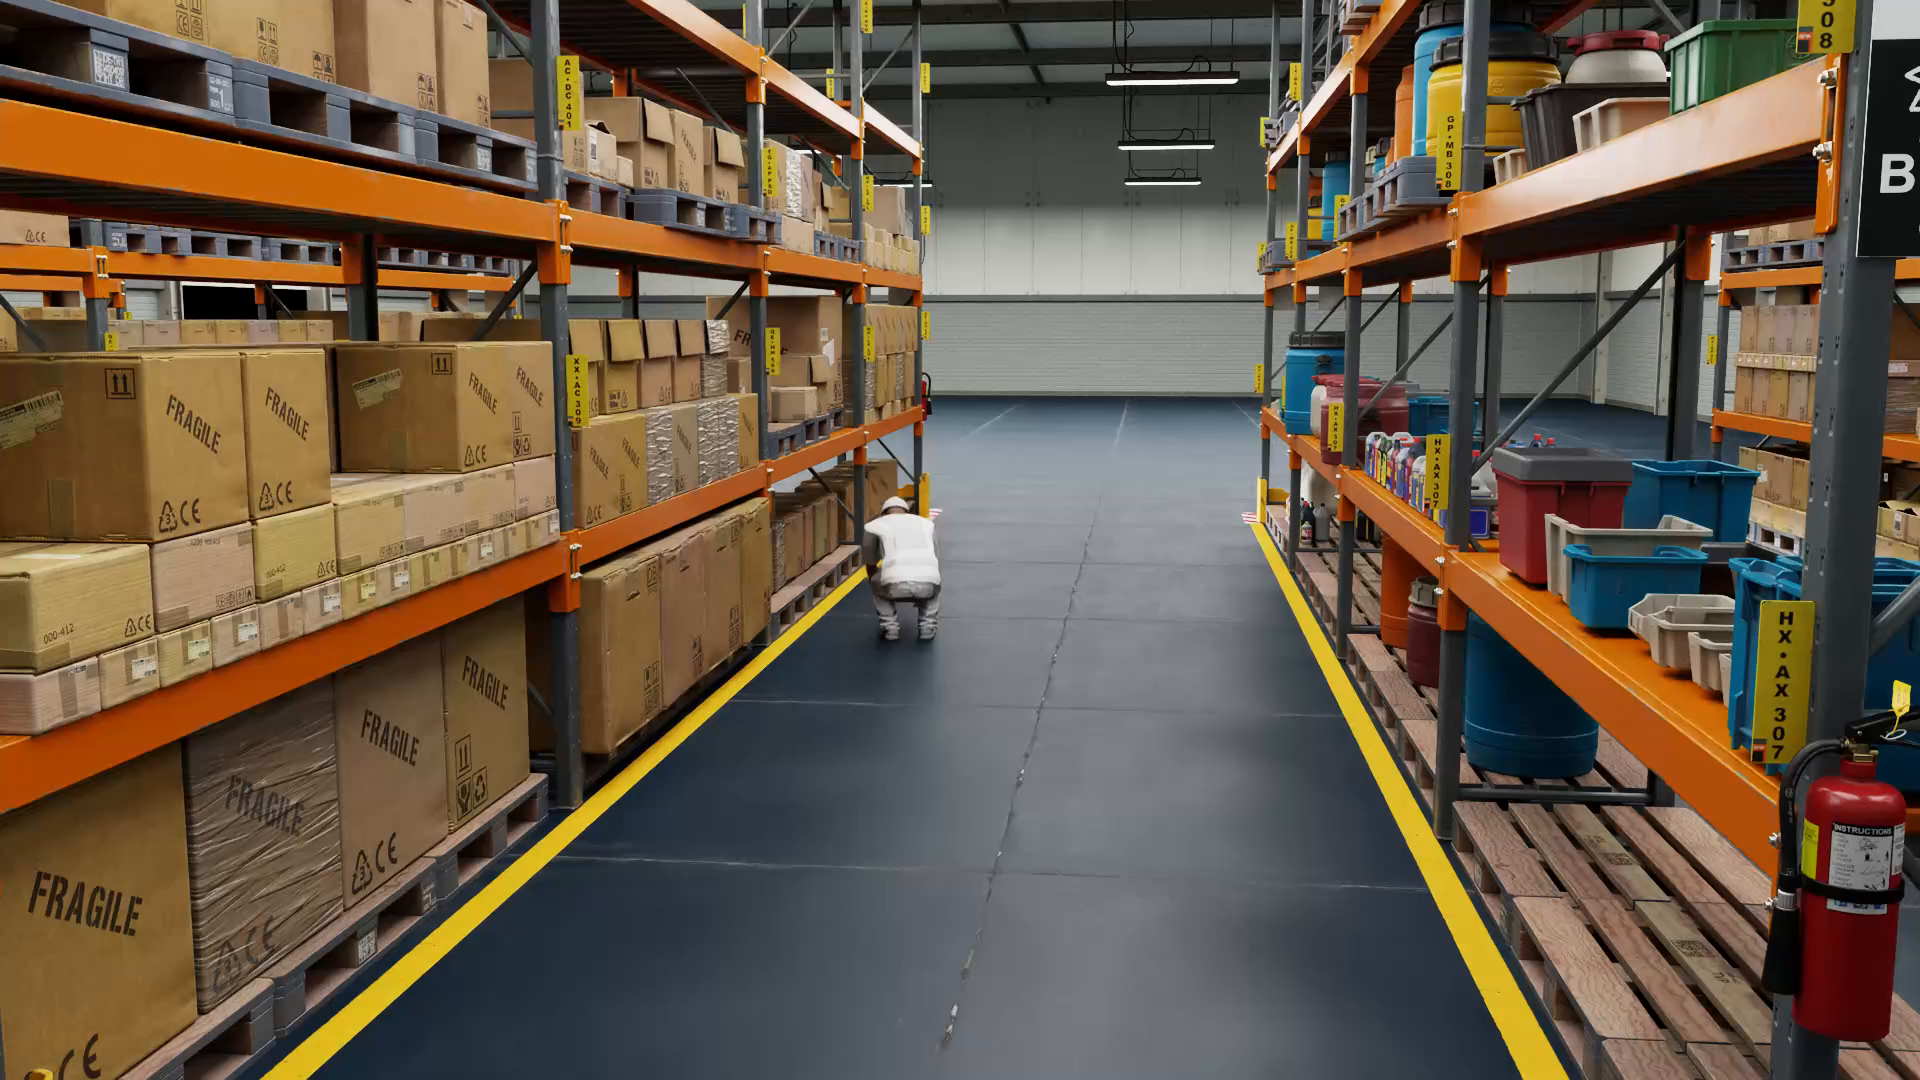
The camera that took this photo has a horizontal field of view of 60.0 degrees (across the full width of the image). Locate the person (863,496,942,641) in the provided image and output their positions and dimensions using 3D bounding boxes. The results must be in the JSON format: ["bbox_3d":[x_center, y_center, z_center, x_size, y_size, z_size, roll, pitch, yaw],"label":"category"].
[{"bbox_3d":[-0.421,0.204,12.225,0.577,0.992,0.903,-1,8,-5],"label":"person"}]
